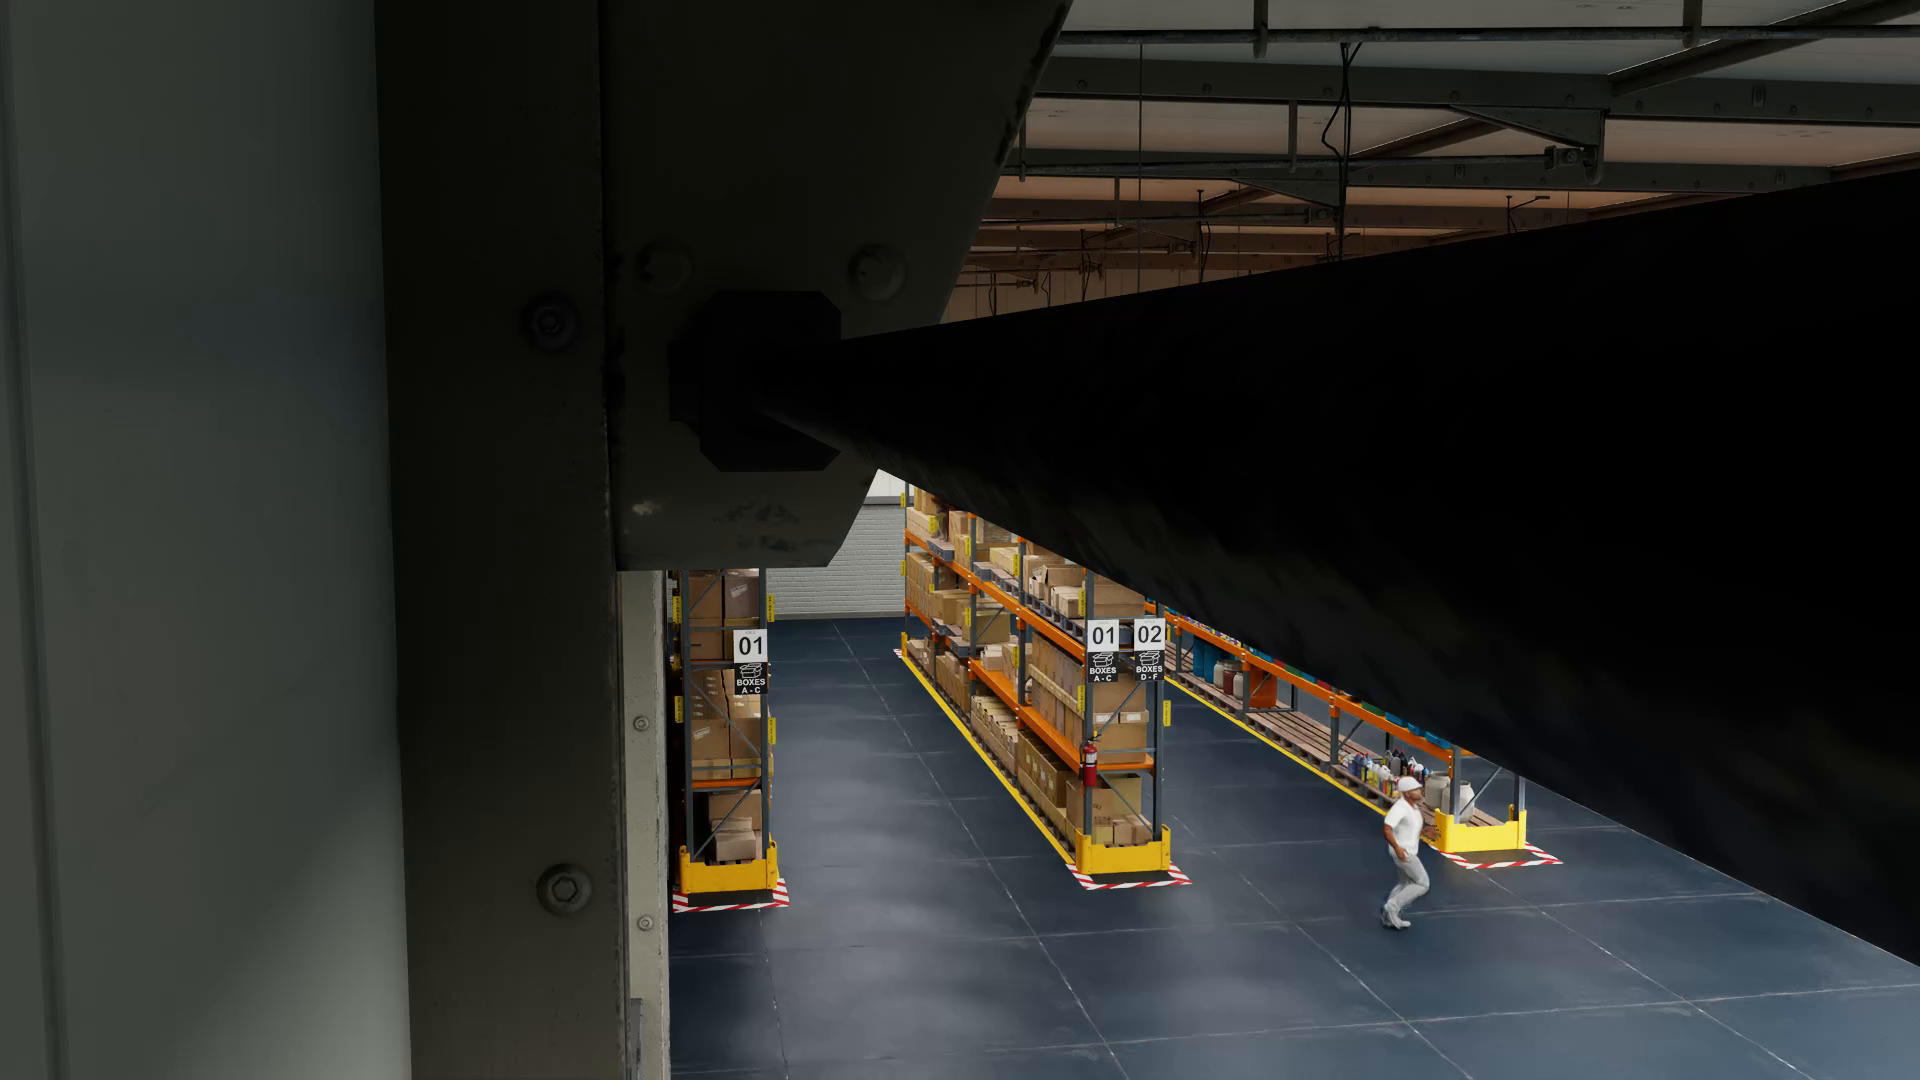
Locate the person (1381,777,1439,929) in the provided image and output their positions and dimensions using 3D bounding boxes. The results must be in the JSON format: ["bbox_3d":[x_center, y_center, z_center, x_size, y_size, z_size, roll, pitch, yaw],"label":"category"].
[{"bbox_3d":[5.086,3.520,18.757,0.600,1.729,0.677,2,6,18],"label":"person"}]
